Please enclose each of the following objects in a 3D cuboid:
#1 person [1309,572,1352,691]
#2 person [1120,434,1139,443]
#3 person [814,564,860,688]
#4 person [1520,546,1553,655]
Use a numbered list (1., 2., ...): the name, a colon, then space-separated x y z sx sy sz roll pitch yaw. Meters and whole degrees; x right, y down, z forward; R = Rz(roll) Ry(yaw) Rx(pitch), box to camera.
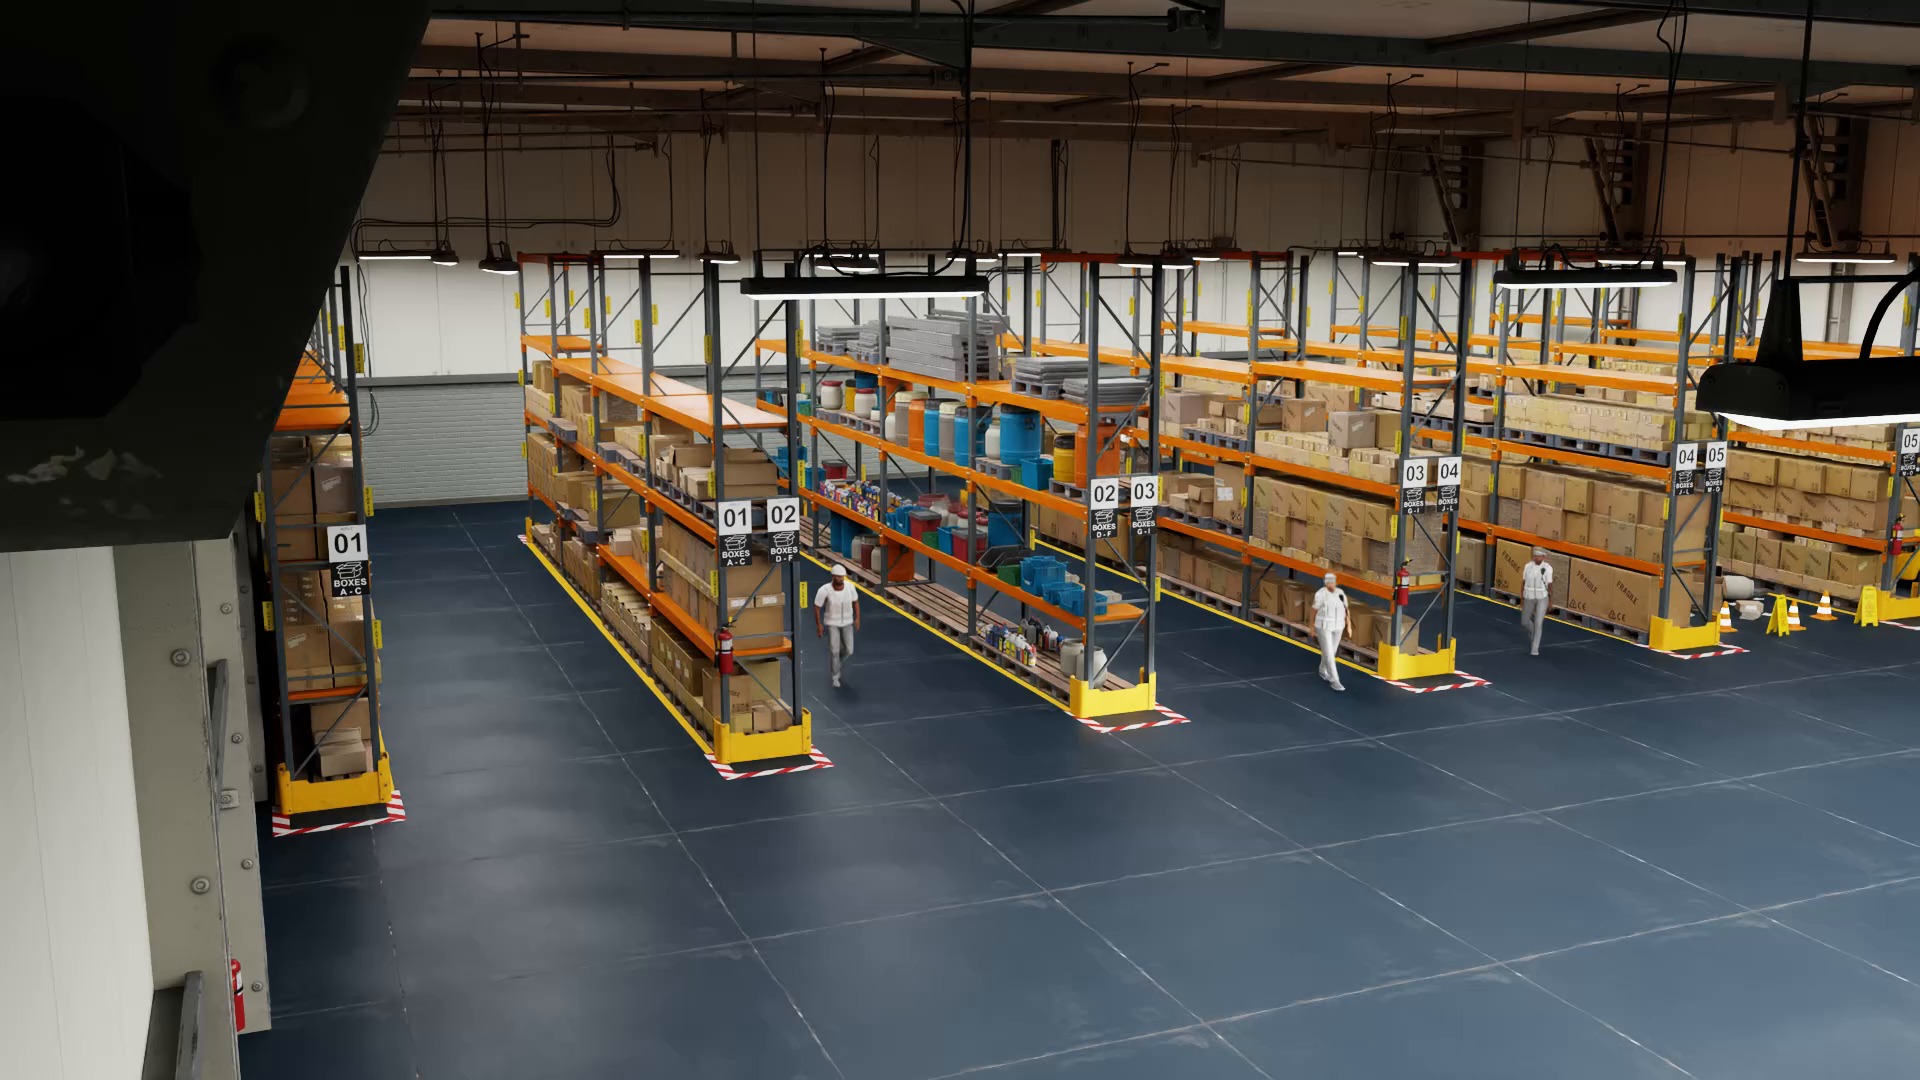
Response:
1. person: 5.285 1.264 23.506 0.507 1.622 0.945 -3 11 -16
2. person: 4.192 -2.043 41.258 0.562 1.762 0.859 6 12 30
3. person: -1.768 1.191 23.731 0.672 1.747 0.617 -5 11 -24
4. person: 8.858 0.893 25.524 0.478 1.645 0.711 6 12 28
